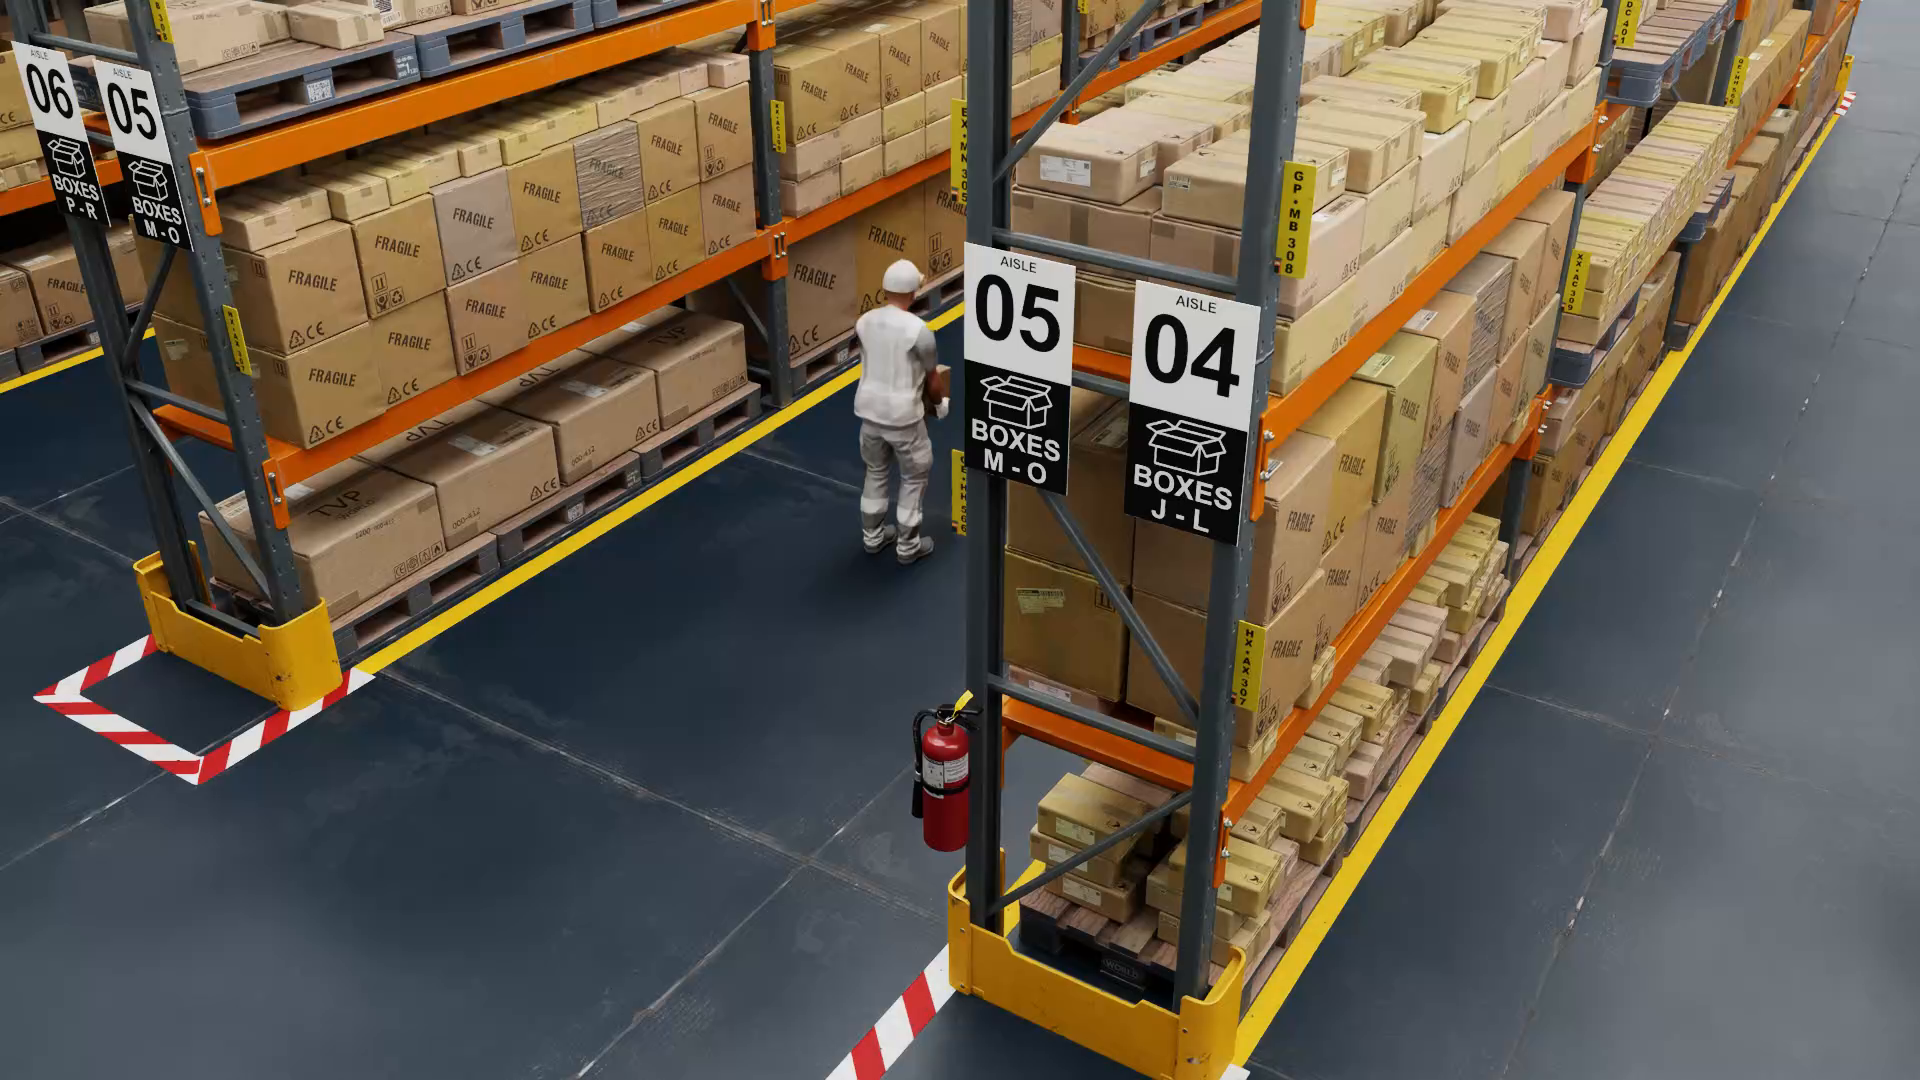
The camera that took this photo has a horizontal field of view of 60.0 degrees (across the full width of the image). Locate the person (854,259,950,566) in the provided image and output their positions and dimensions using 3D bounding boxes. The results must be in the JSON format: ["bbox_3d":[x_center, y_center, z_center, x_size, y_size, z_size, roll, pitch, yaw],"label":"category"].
[{"bbox_3d":[-0.337,-0.741,9.464,0.489,1.763,0.587,17,34,27],"label":"person"}]
